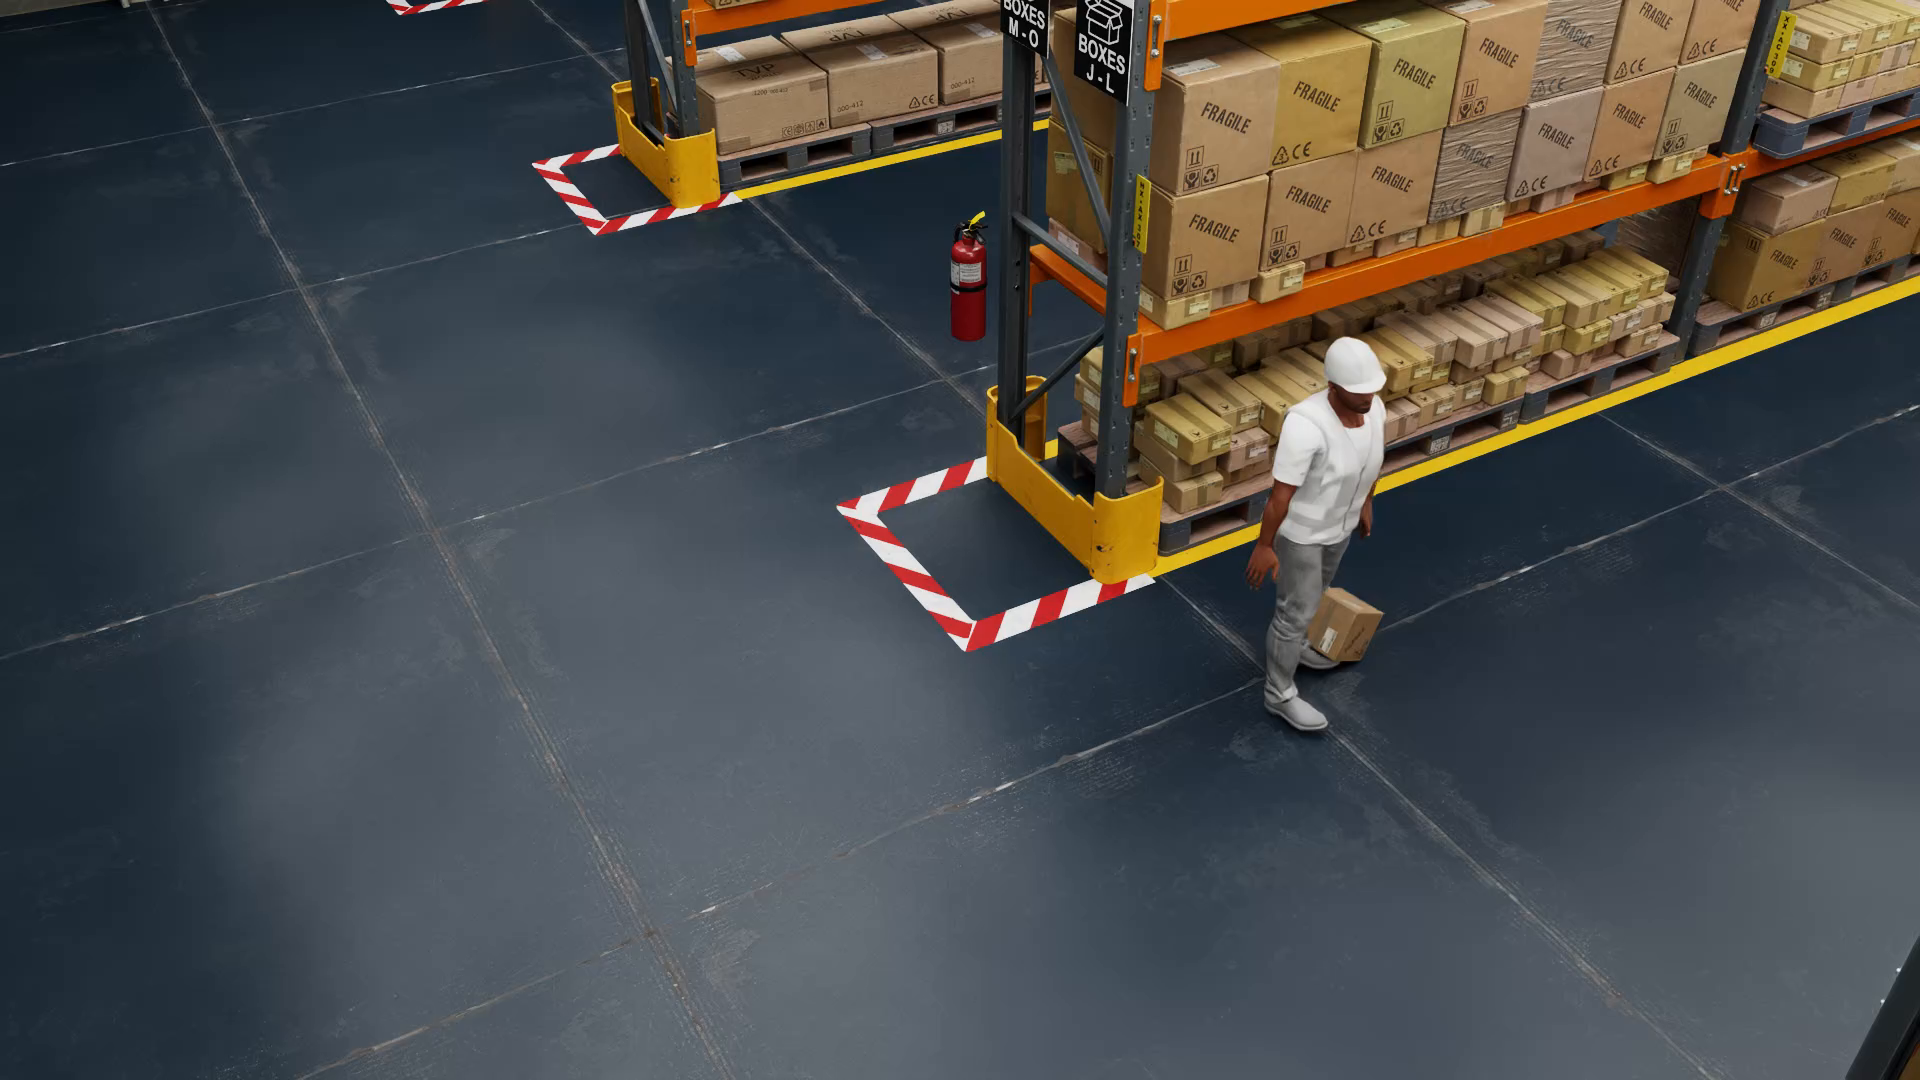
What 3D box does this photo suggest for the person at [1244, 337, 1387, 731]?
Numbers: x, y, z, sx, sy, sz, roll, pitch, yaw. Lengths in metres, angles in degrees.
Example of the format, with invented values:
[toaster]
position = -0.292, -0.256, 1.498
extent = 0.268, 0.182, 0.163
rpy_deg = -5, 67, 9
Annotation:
[person]
position = 1.505, -0.029, 6.898
extent = 0.743, 1.765, 0.527
rpy_deg = -28, 45, -32
